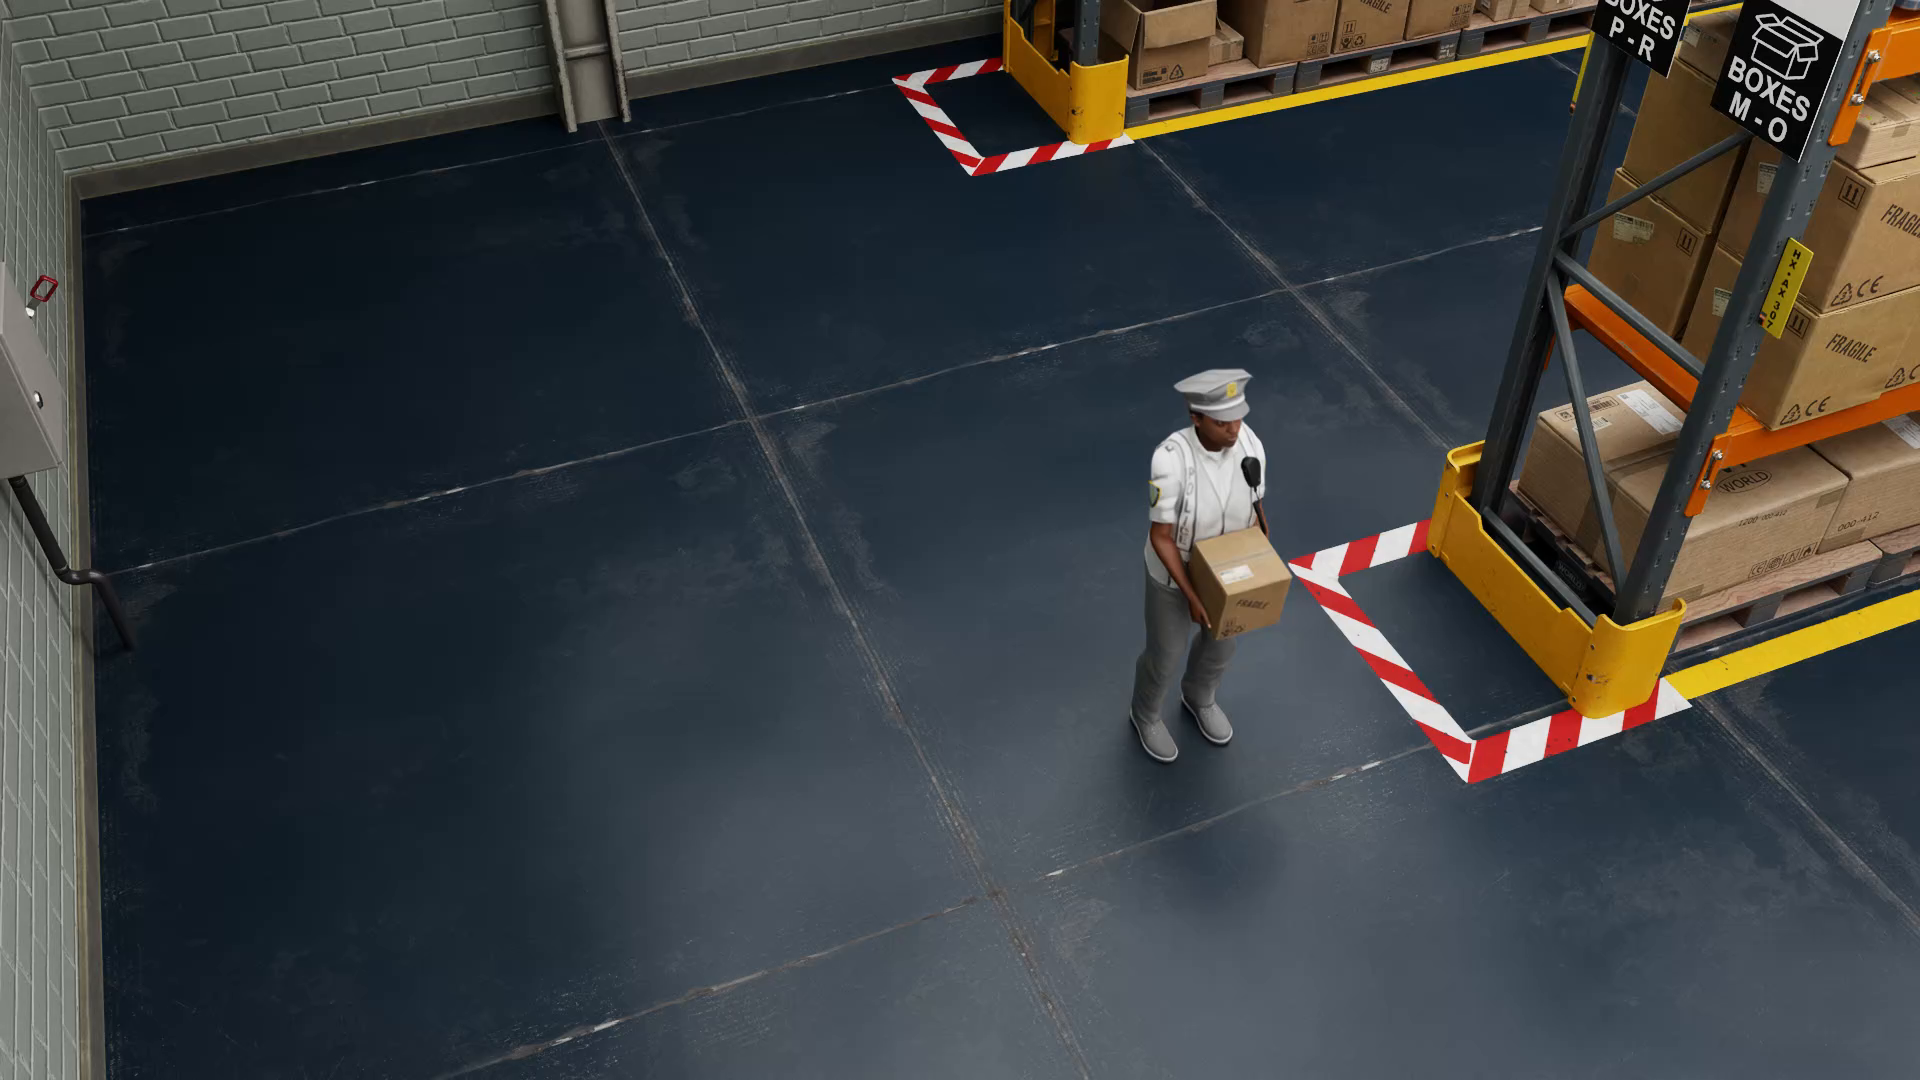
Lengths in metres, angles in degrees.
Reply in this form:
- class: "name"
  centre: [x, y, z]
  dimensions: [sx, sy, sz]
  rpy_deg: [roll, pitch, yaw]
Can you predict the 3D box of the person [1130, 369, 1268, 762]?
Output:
- class: "person"
  centre: [0.888, 0.147, 5.980]
  dimensions: [0.451, 1.687, 0.535]
  rpy_deg: [-15, 44, -16]
